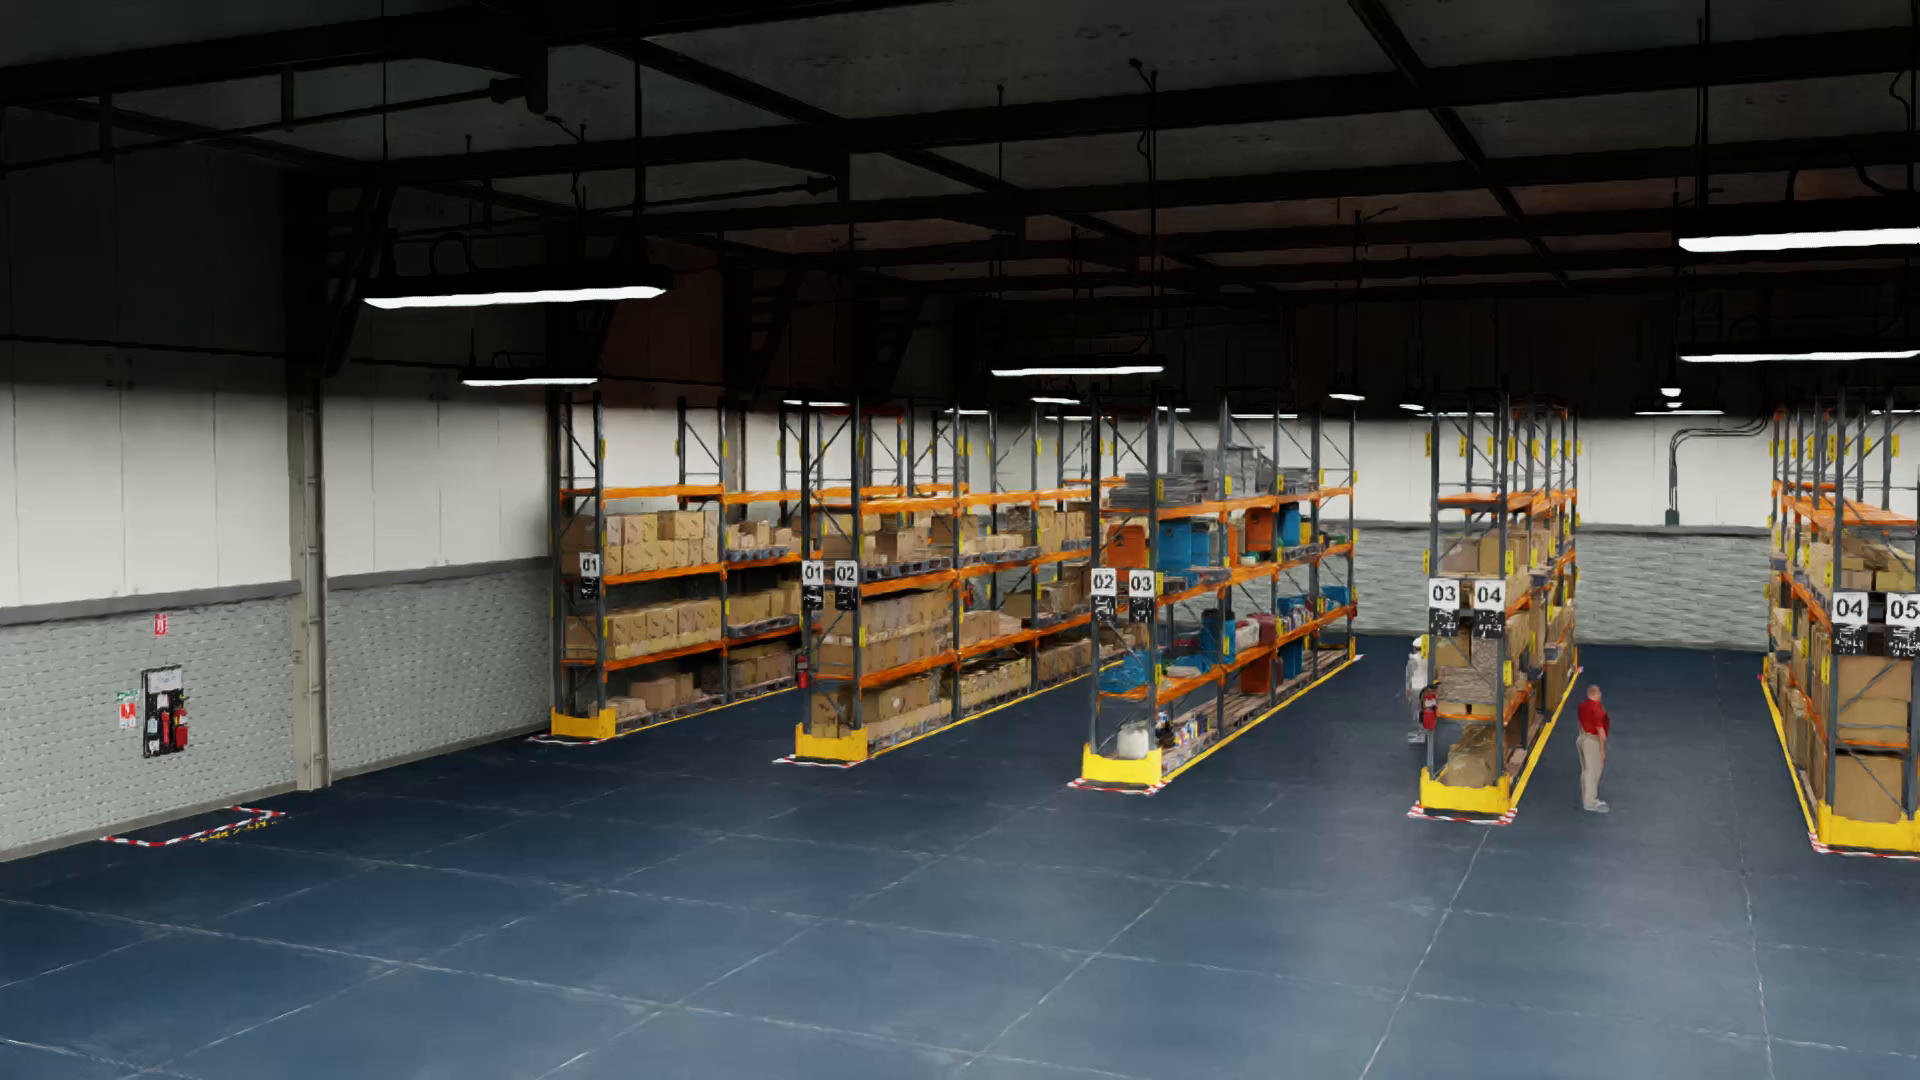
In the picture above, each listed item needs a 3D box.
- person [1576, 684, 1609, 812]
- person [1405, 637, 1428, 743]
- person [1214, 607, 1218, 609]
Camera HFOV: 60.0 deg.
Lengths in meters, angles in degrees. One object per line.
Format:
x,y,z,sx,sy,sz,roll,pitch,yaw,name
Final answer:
8.800,2.852,23.025,0.457,1.733,0.593,0,3,-8,person
7.808,2.534,28.371,0.626,1.768,0.576,-2,4,-37,person
5.571,2.222,35.712,0.639,1.632,0.512,1,3,22,person
